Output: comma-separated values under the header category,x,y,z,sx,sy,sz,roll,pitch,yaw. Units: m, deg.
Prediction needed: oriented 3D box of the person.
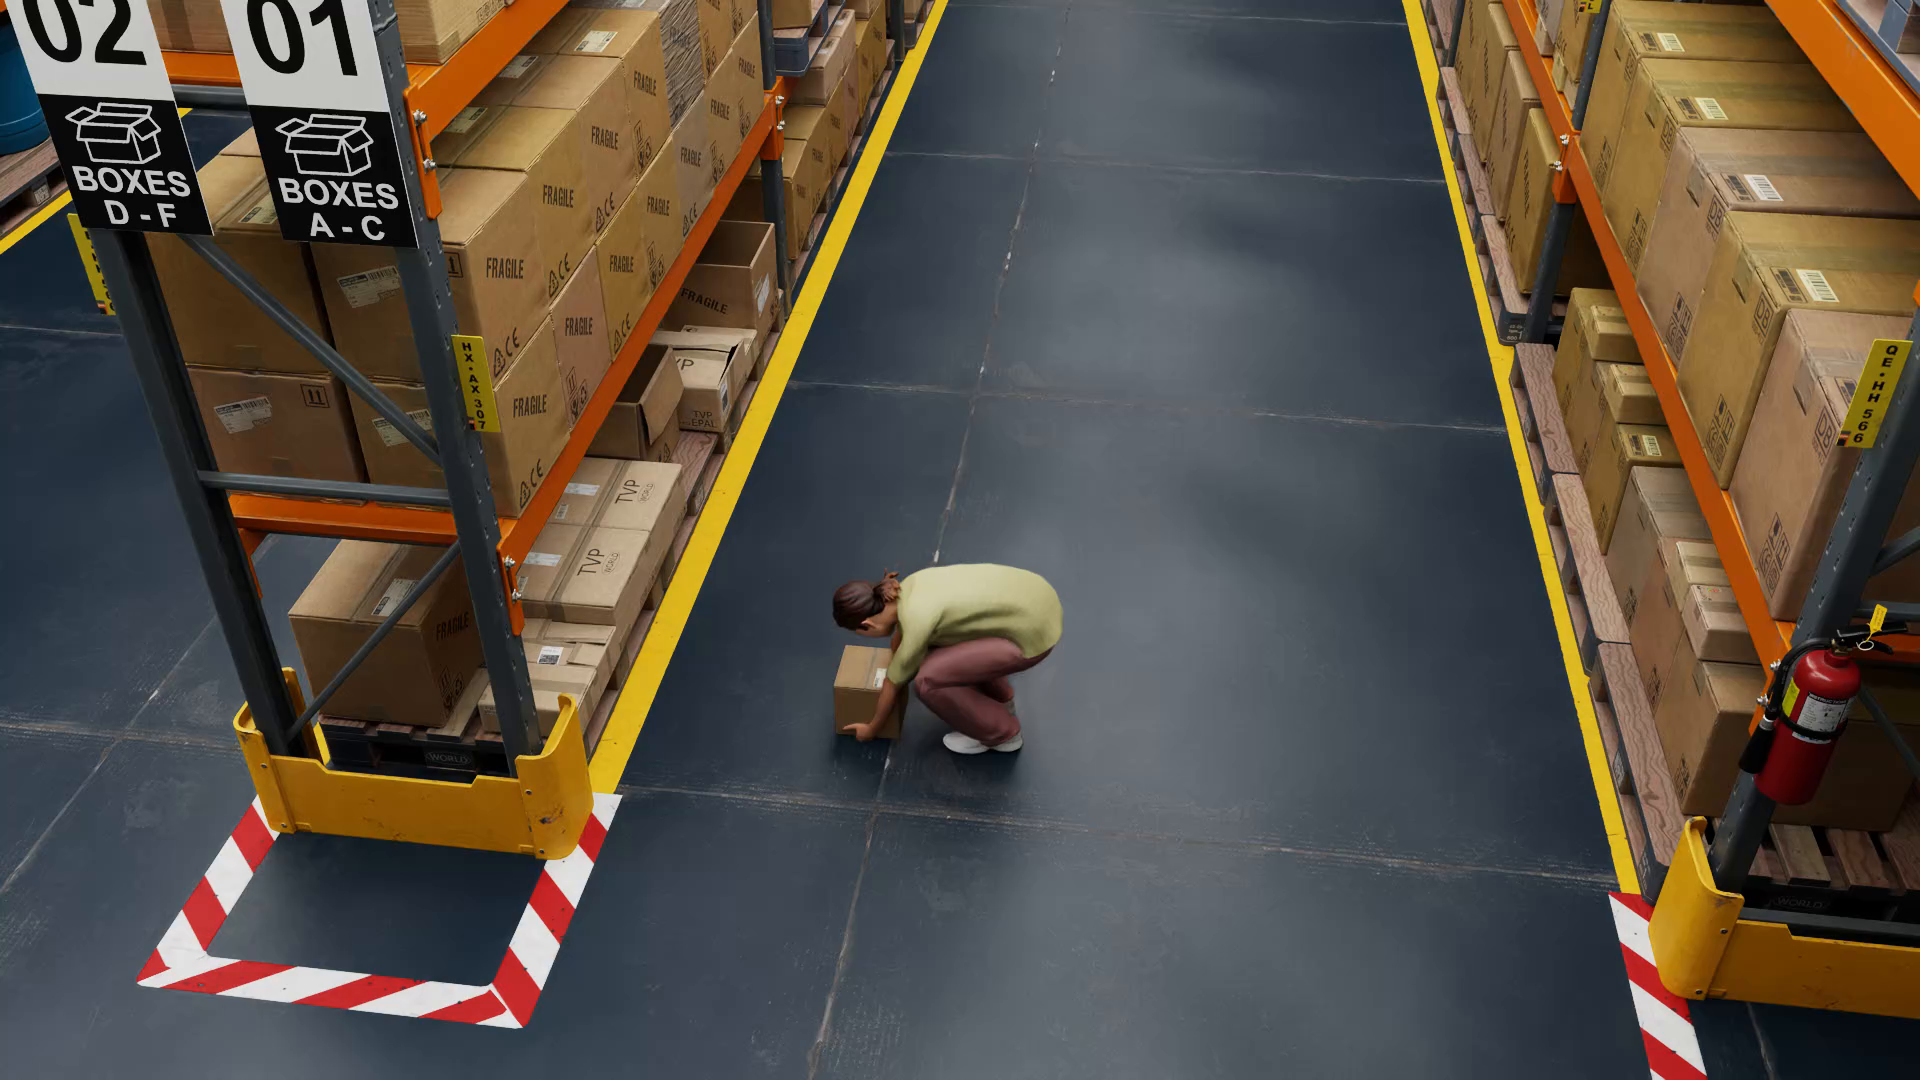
category,x,y,z,sx,sy,sz,roll,pitch,yaw
person,-0.046,0.440,6.362,0.867,0.745,0.455,3,36,5
